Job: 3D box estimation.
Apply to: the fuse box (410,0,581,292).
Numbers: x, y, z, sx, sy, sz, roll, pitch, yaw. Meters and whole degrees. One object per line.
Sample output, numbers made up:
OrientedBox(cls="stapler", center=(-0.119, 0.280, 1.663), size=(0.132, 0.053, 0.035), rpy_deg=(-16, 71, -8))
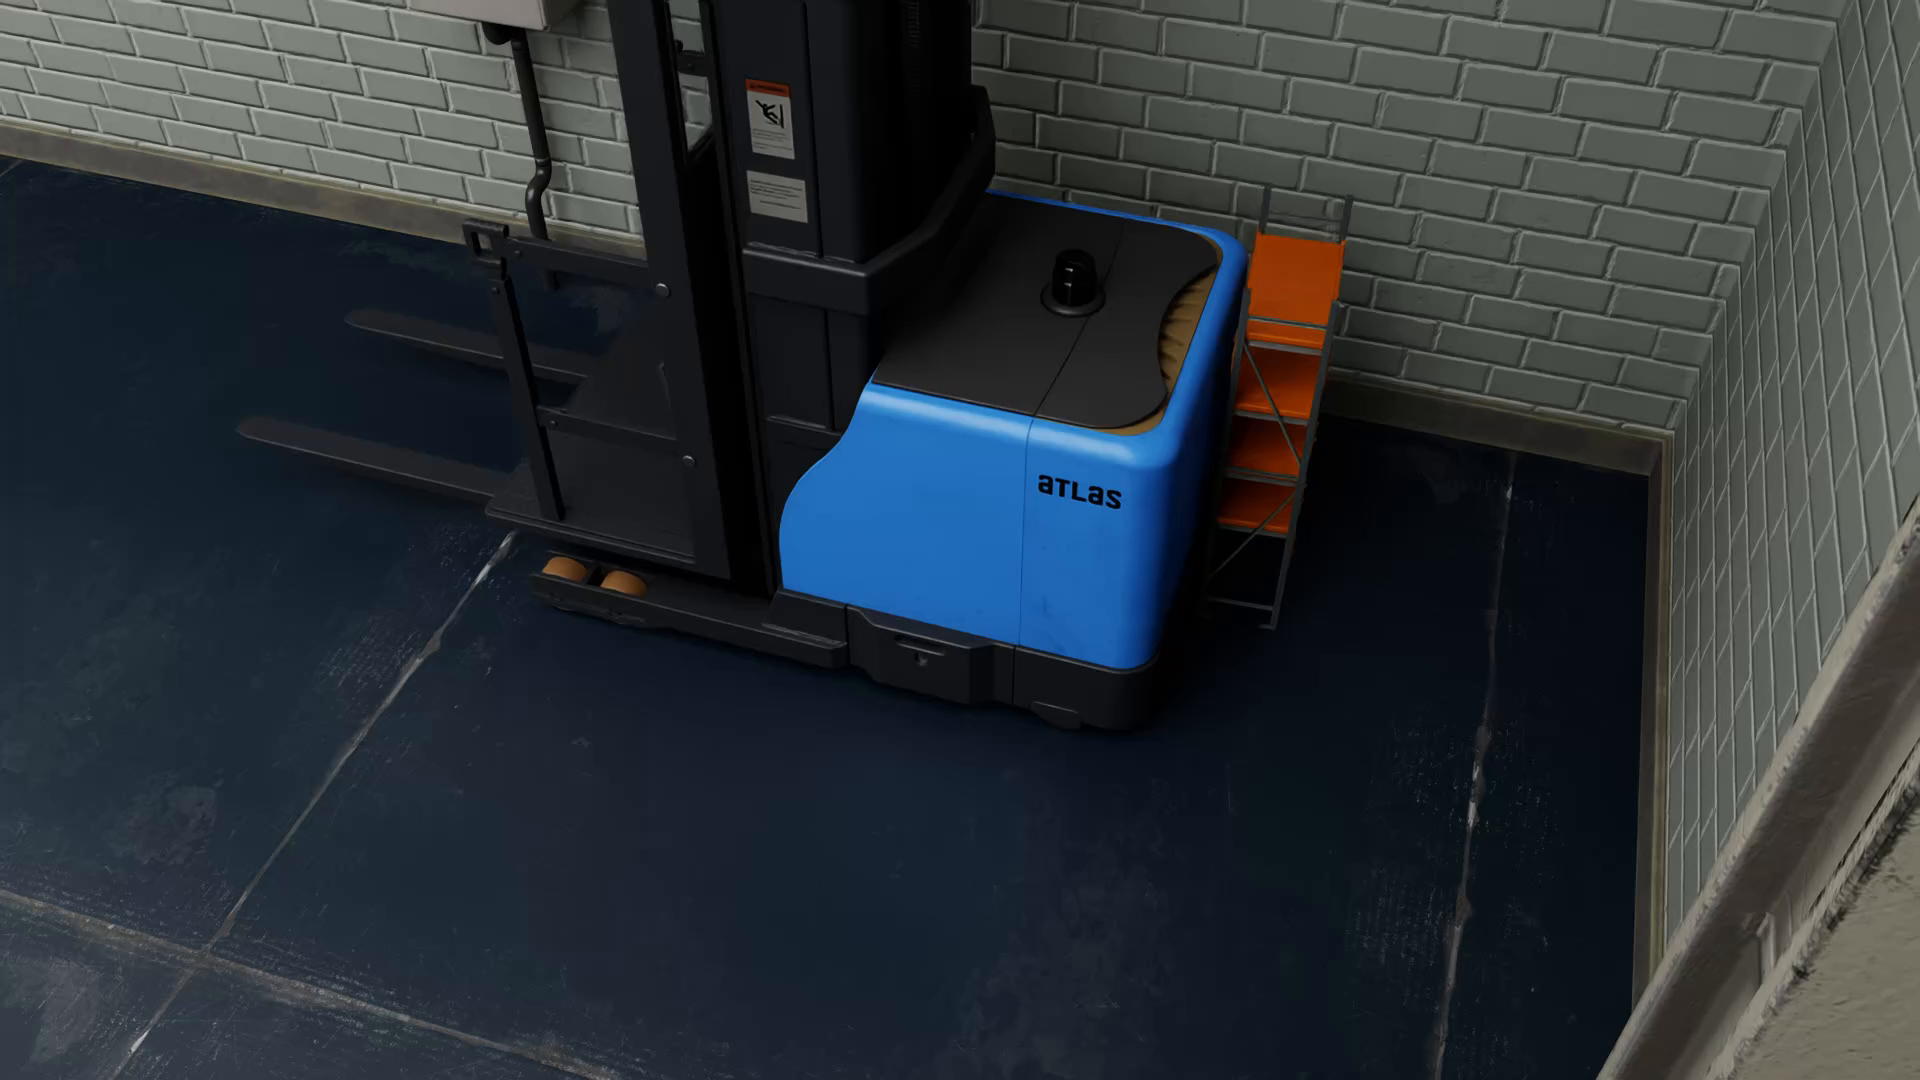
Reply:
OrientedBox(cls="fuse box", center=(-1.511, -1.529, 5.589), size=(0.539, 1.711, 0.414), rpy_deg=(13, 46, 13))

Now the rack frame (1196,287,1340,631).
OrientedBox(cls="rack frame", center=(0.830, -0.182, 4.578), size=(0.240, 1.200, 0.015), rpy_deg=(10, 45, 10))

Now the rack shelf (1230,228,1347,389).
OrientedBox(cls="rack shelf", center=(0.887, -0.629, 4.473), size=(0.258, 0.148, 0.480), rpy_deg=(10, 45, 10))

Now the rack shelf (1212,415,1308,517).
OrientedBox(cls="rack shelf", center=(0.887, -0.300, 4.795), size=(0.258, 0.148, 0.480), rpy_deg=(10, 45, 10))

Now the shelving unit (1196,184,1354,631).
OrientedBox(cls="shelving unit", center=(0.887, -0.348, 4.748), size=(0.258, 1.200, 0.503), rpy_deg=(10, 45, 10))

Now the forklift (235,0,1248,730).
OrientedBox(cls="forklift", center=(-0.767, -1.129, 4.308), size=(3.031, 2.935, 1.130), rpy_deg=(13, 46, 13))

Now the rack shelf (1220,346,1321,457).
OrientedBox(cls="rack shelf", center=(0.887, -0.460, 4.639), size=(0.258, 0.148, 0.480), rpy_deg=(10, 45, 10))

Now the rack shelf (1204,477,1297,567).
OrientedBox(cls="rack shelf", center=(0.887, -0.158, 4.934), size=(0.258, 0.148, 0.480), rpy_deg=(10, 45, 10))

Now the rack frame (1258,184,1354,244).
OrientedBox(cls="rack frame", center=(0.944, -0.514, 4.918), size=(0.240, 1.200, 0.015), rpy_deg=(10, 45, 10))
